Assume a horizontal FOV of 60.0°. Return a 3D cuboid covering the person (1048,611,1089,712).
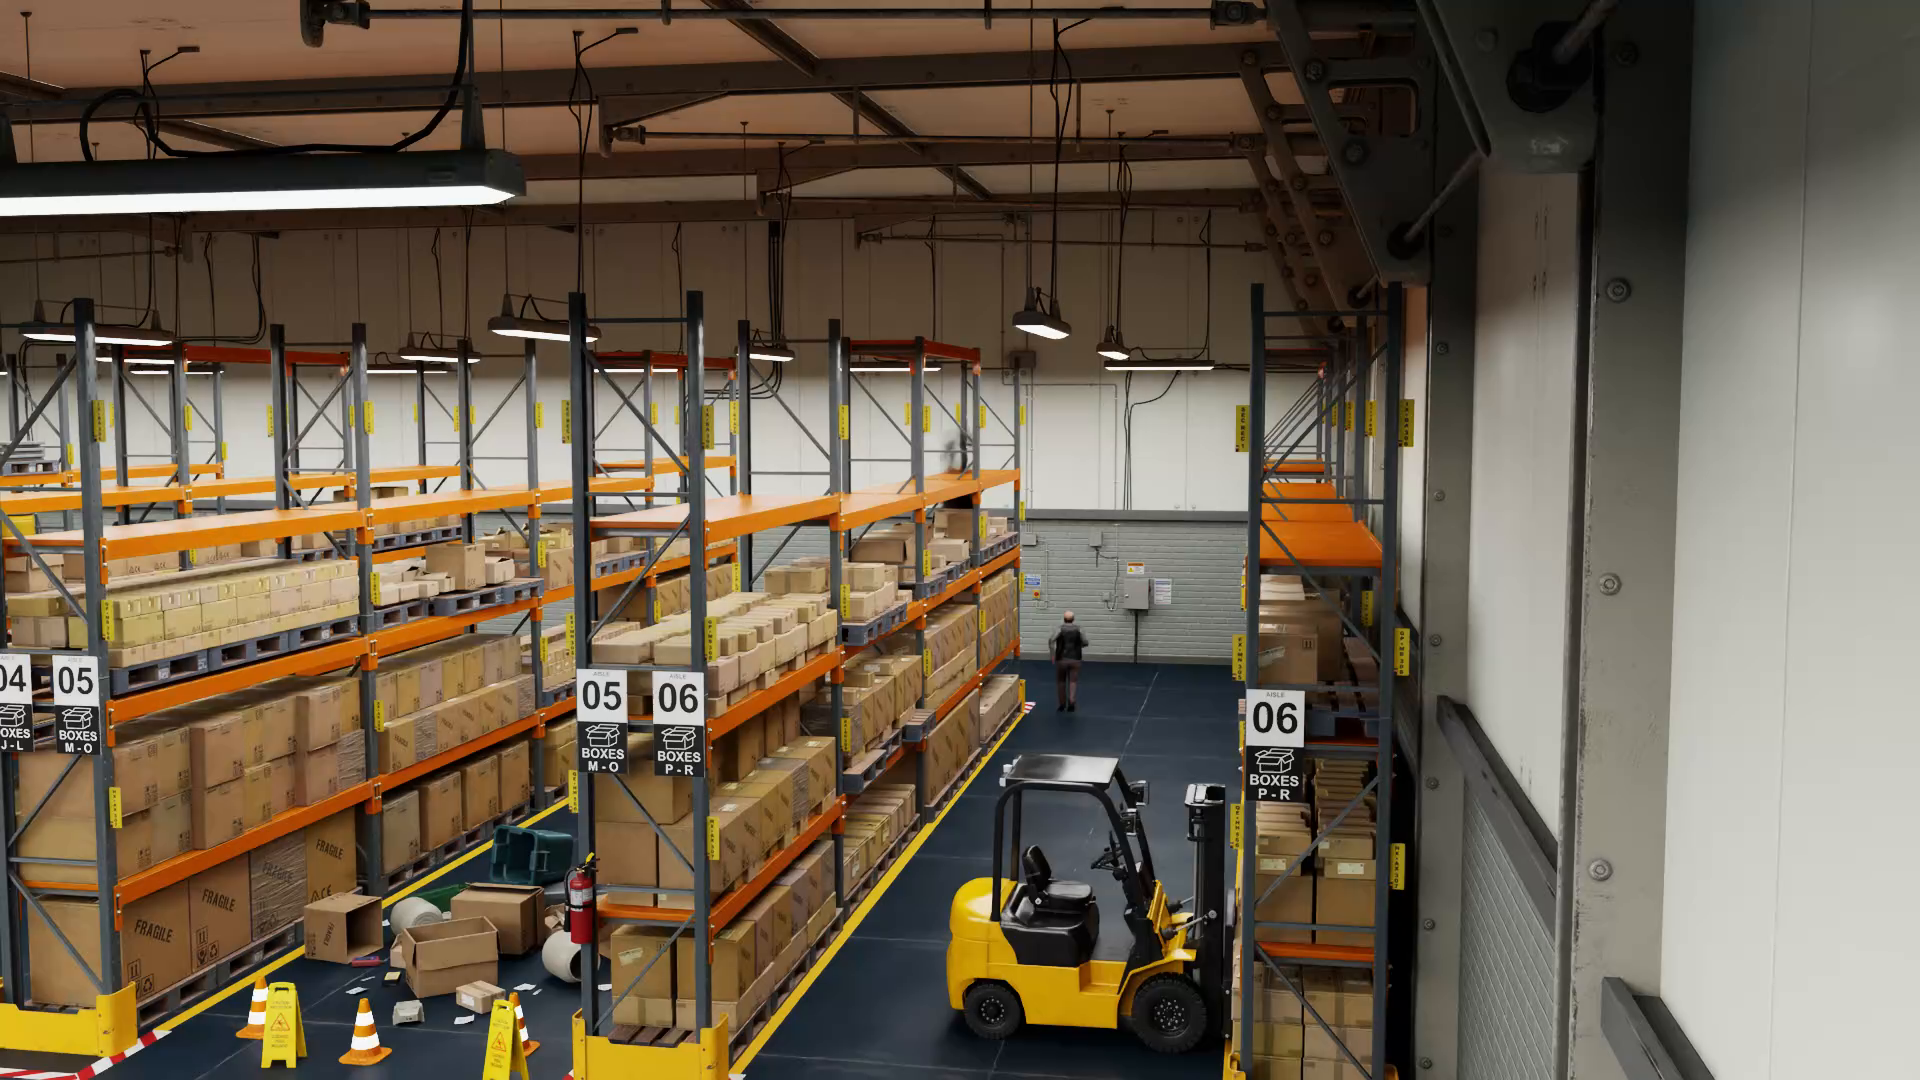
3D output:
[{"bbox_3d":[1.821,2.069,27.903,0.687,1.747,0.928,0,5,2],"label":"person"}]
